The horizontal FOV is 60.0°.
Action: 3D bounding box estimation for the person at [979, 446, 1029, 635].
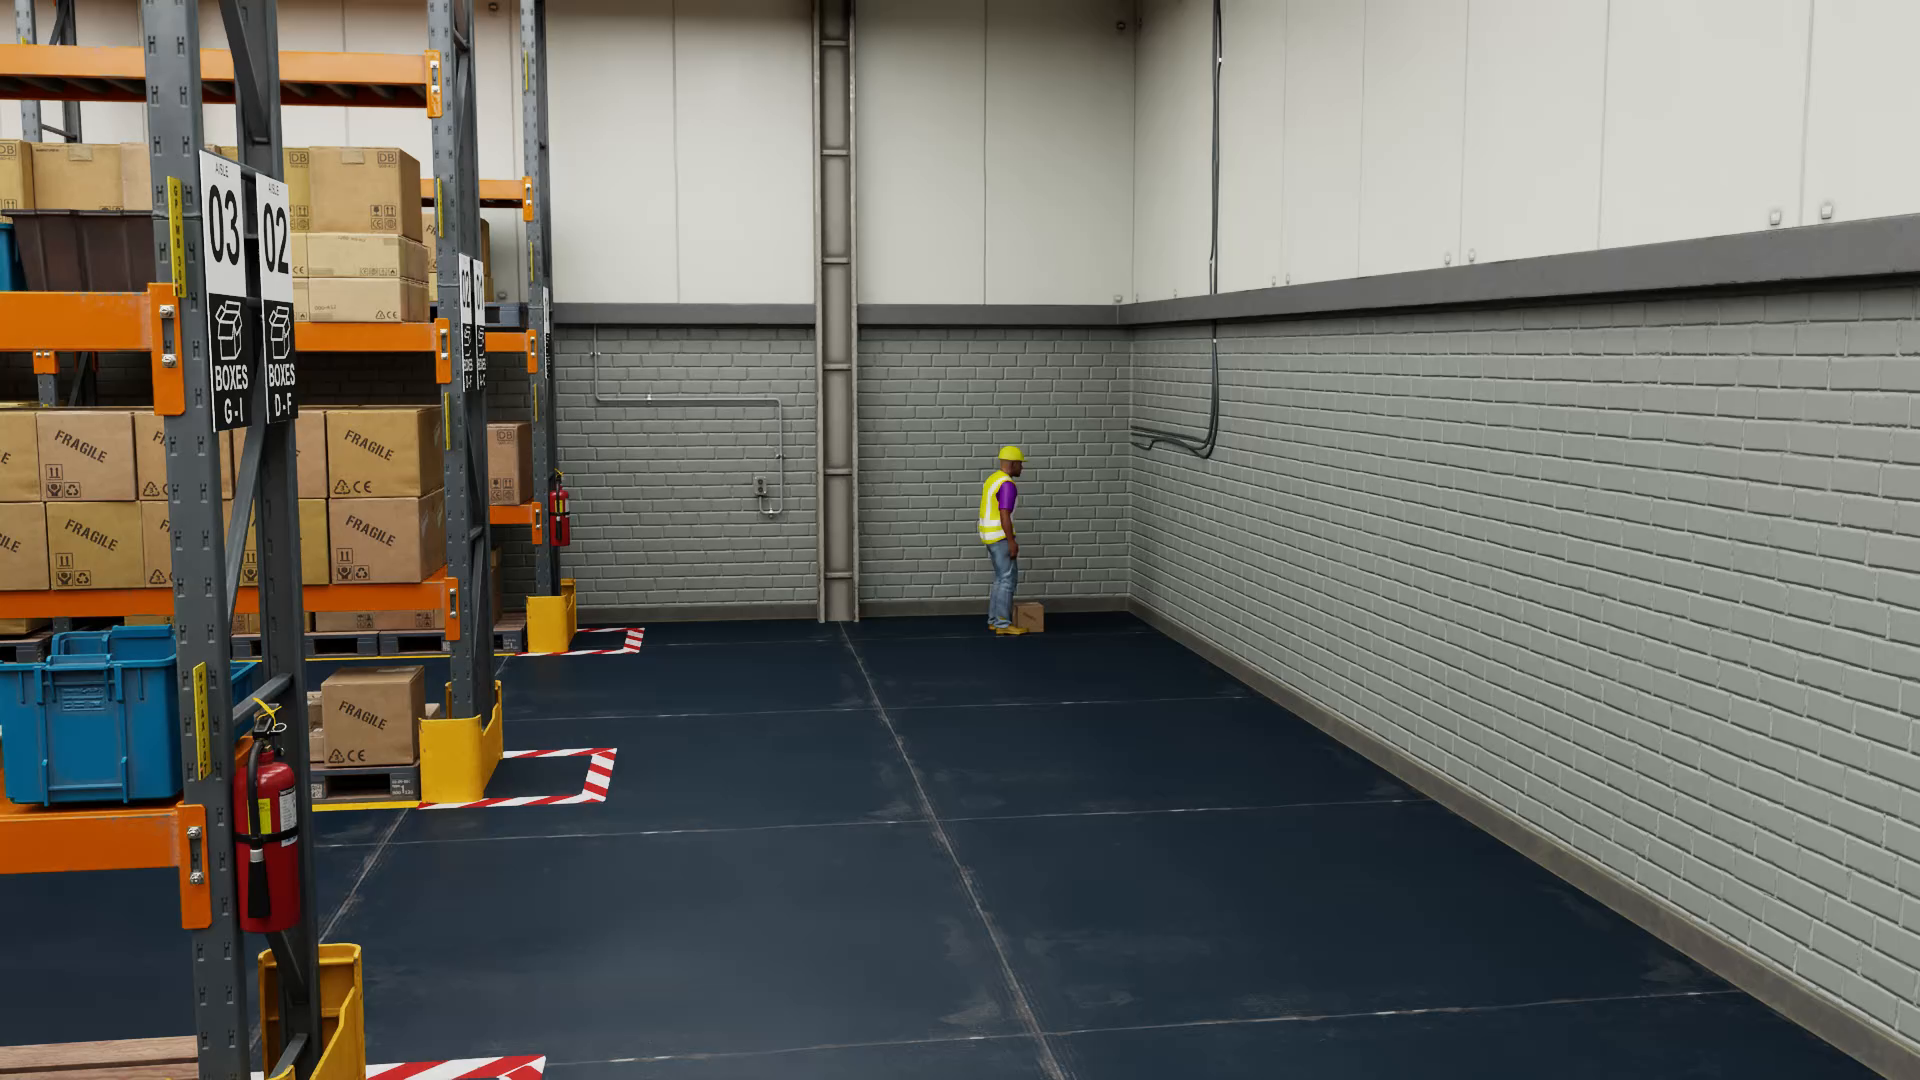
[{"bbox_3d":[0.422,-0.008,15.711,0.462,1.759,0.633,-1,7,-12],"label":"person"}]
